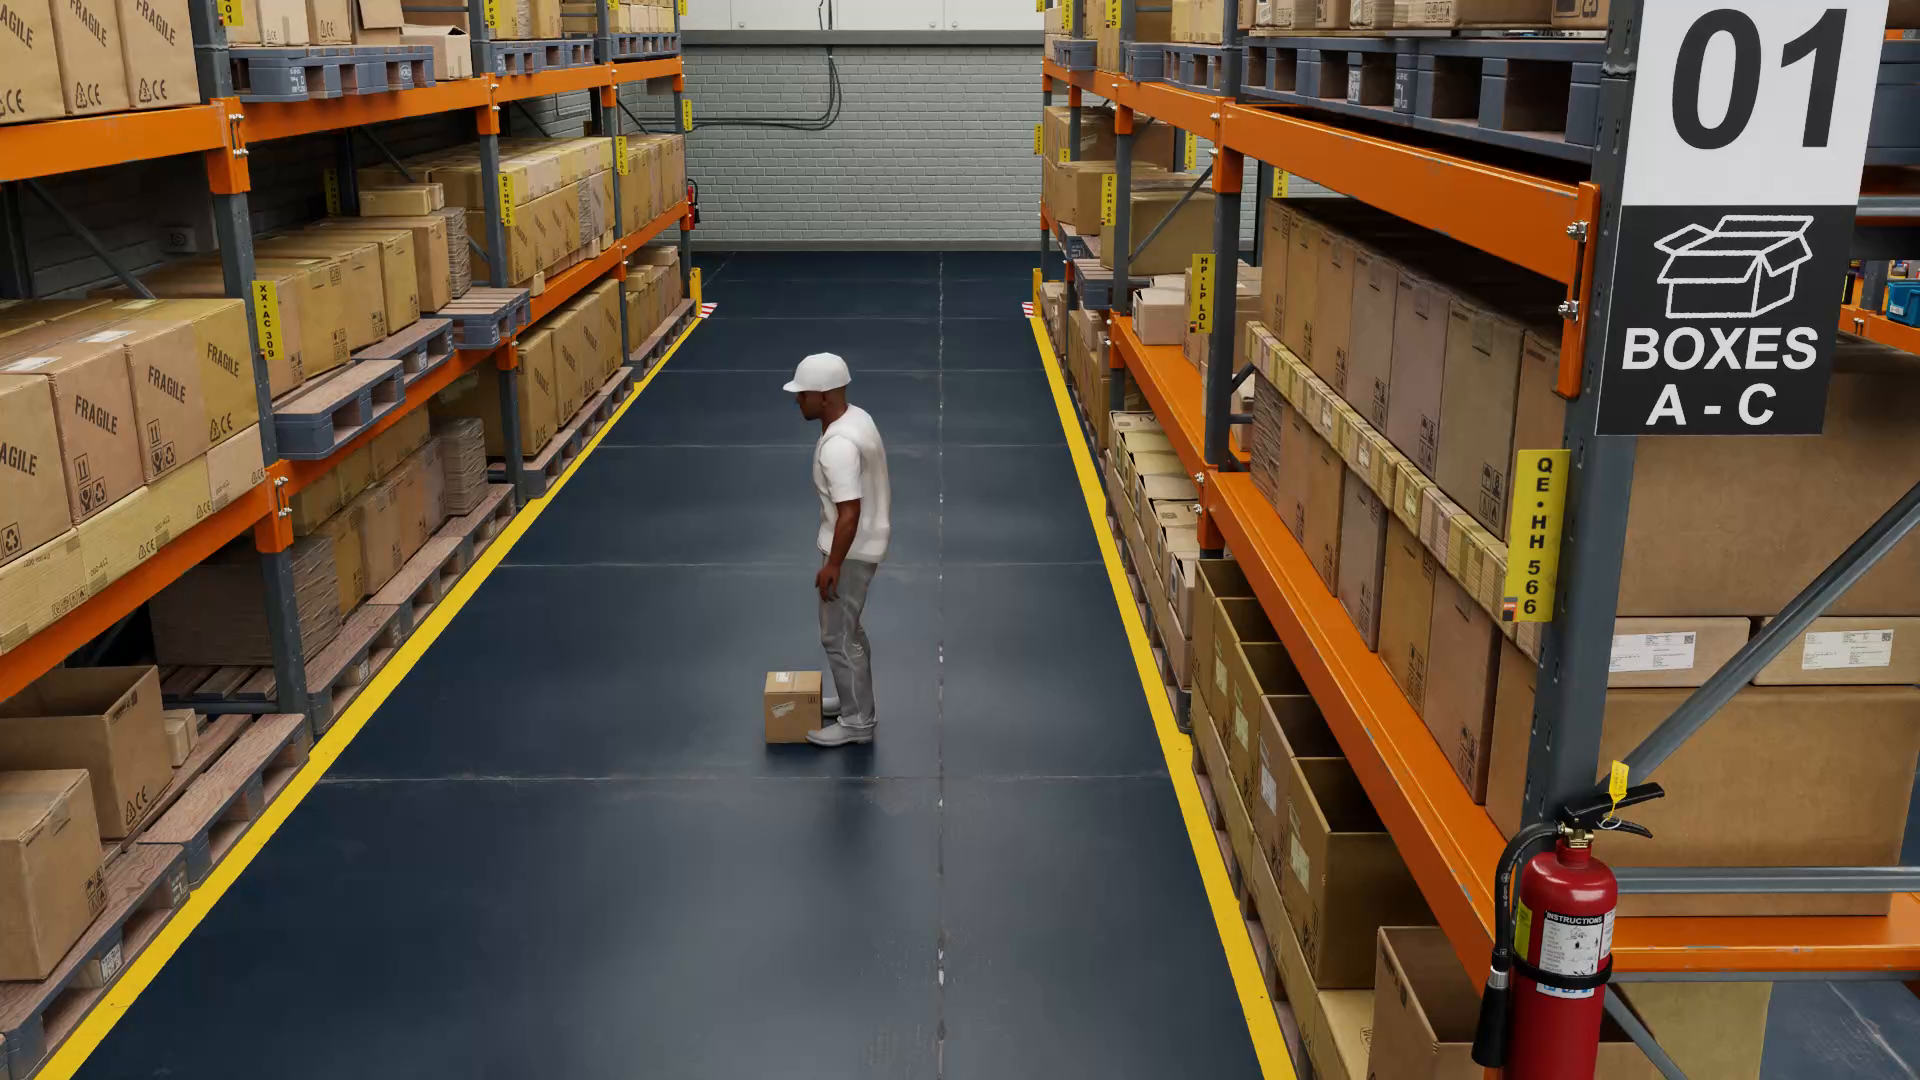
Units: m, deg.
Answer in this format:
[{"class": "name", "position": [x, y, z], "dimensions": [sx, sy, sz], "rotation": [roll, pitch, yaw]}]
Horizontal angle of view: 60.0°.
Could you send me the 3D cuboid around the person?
[{"class": "person", "position": [-0.531, 0.035, 7.396], "dimensions": [0.456, 1.761, 0.628], "rotation": [0, 17, 0]}]
